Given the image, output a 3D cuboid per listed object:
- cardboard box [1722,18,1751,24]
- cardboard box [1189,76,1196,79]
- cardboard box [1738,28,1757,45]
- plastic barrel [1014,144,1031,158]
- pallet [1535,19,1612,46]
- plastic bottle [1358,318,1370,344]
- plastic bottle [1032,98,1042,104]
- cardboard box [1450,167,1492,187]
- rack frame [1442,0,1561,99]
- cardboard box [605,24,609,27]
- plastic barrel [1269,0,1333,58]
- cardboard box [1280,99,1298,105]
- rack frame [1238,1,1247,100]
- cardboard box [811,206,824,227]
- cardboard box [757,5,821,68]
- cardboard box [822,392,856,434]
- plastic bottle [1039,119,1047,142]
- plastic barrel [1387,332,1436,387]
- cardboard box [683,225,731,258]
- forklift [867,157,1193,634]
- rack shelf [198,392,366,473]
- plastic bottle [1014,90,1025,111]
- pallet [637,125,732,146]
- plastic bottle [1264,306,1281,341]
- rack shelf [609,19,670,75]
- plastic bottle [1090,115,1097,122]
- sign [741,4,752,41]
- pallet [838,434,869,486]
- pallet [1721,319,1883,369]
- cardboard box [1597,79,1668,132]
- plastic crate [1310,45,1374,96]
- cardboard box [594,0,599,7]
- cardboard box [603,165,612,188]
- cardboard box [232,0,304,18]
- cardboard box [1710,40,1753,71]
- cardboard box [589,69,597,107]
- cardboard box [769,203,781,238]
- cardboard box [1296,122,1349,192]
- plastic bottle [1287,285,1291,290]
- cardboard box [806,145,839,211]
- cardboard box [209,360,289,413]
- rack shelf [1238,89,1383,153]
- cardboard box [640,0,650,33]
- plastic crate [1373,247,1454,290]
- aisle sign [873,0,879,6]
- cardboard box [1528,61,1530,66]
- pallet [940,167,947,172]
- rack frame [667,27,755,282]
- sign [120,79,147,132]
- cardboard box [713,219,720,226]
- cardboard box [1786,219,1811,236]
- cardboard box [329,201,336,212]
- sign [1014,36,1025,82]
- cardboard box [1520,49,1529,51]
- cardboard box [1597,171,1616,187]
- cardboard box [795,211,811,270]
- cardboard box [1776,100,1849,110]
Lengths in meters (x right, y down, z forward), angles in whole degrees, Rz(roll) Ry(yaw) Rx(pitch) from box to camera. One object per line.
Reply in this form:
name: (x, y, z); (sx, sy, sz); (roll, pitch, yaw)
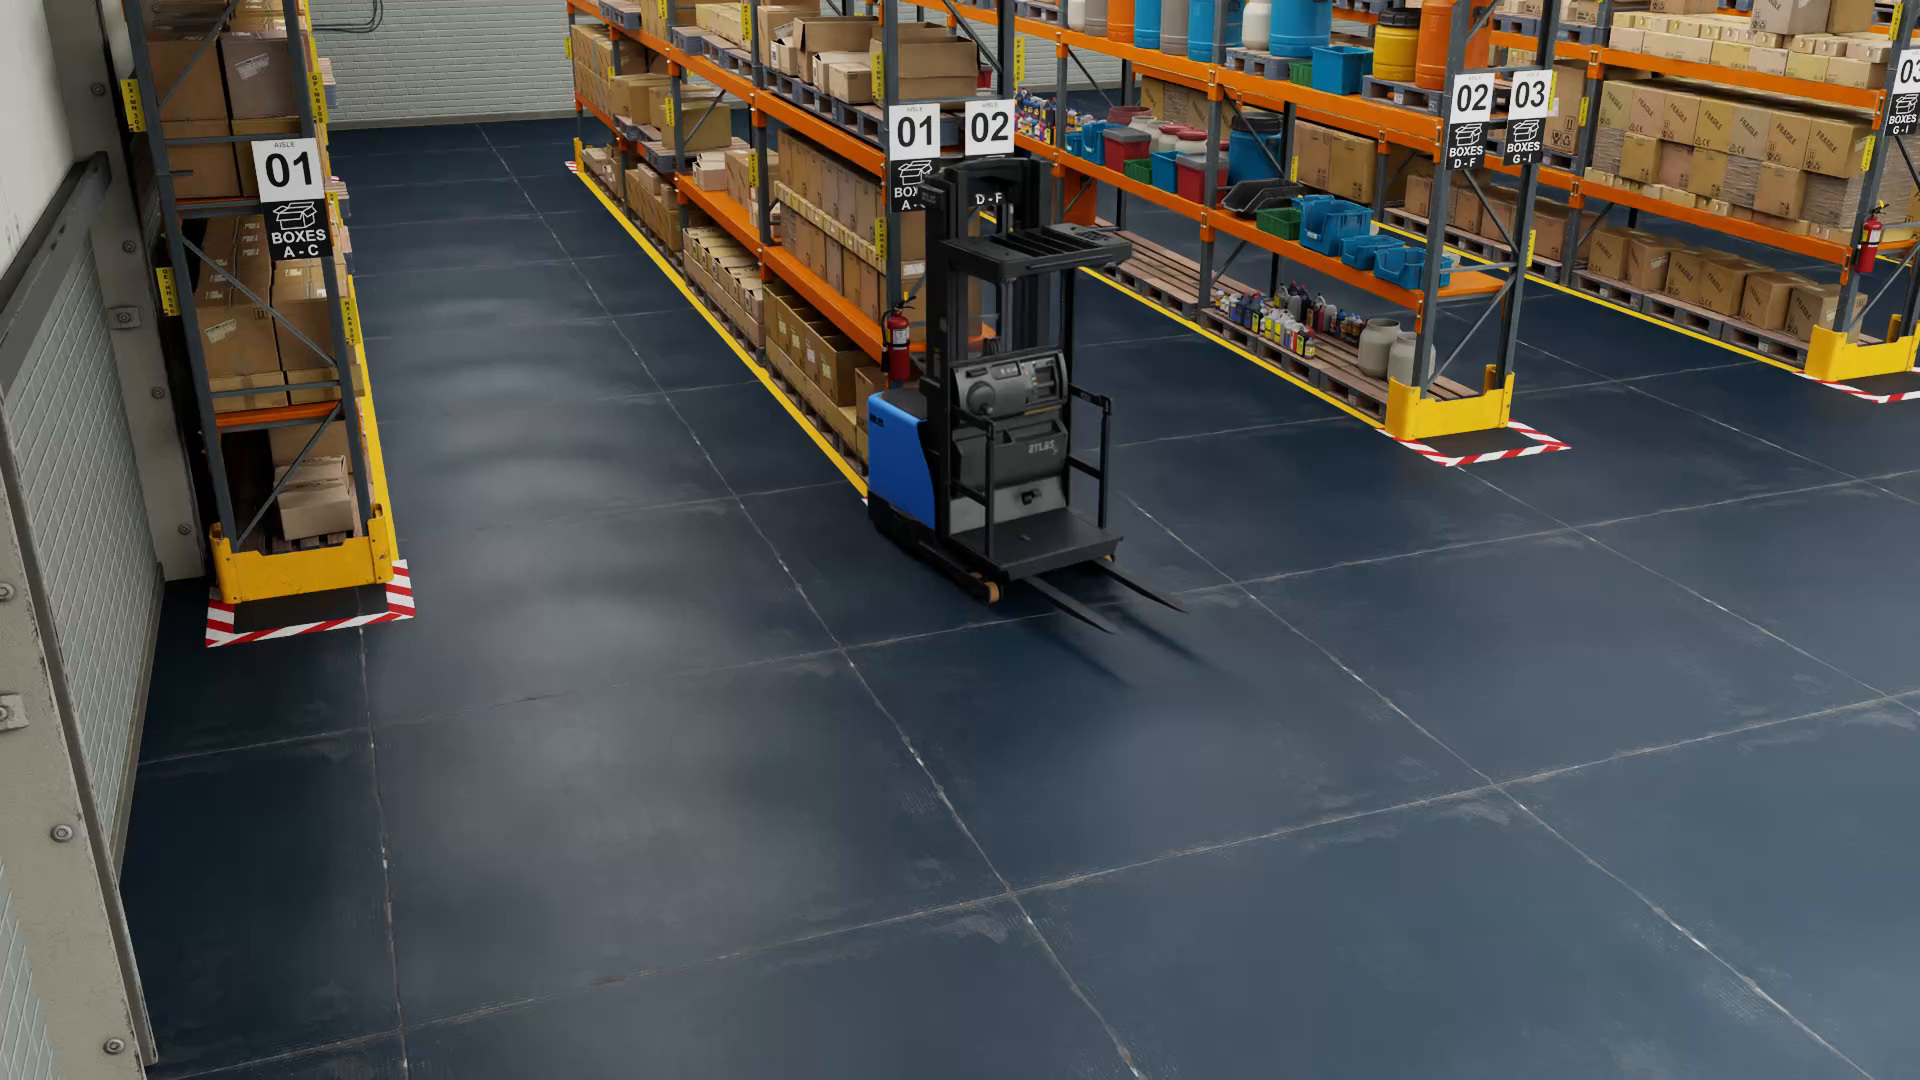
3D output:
cardboard box: (8.479, -5.556, 18.012); (0.380, 0.149, 0.250); (-7, 24, -17)
cardboard box: (4.077, -7.851, 27.963); (0.380, 0.149, 0.250); (-9, 24, -20)
cardboard box: (8.289, -5.209, 17.187); (0.380, 0.149, 0.250); (-10, 25, -22)
plastic barrel: (0.738, -5.524, 24.279); (0.600, 0.901, 0.708); (-8, 24, -19)
pallet: (7.653, -6.062, 19.774); (1.213, 0.211, 1.003); (-8, 24, -19)
plastic bottle: (4.139, -2.132, 17.000); (0.061, 0.283, 0.133); (-8, 24, -18)
plastic bottle: (1.108, -6.234, 23.962); (0.152, 0.276, 0.135); (-8, 24, -19)
cardboard box: (6.820, -4.947, 22.434); (0.500, 0.250, 0.500); (-6, 23, -13)
rack frame: (4.551, -5.159, 13.528); (1.000, 3.000, 0.127); (-8, 24, -19)
cardboard box: (-5.322, -7.913, 26.369); (0.500, 0.500, 0.500); (-9, 24, -19)
plastic barrel: (3.390, -5.278, 16.487); (0.600, 0.901, 0.708); (-8, 24, -19)
cardboard box: (5.229, -6.915, 25.288); (0.500, 0.500, 0.500); (-9, 24, -20)
rack frame: (4.946, -7.434, 26.650); (1.000, 3.000, 0.127); (-8, 24, -19)
cardboard box: (-1.124, -2.923, 14.982); (0.380, 0.149, 0.250); (-9, 25, -21)
cardboard box: (-1.566, -4.637, 15.301); (0.500, 0.500, 0.500); (-6, 24, -15)
cardboard box: (-0.916, -1.159, 14.760); (0.500, 0.250, 0.500); (-8, 24, -19)
plastic bottle: (1.101, -5.420, 22.021); (0.061, 0.283, 0.133); (-8, 24, -19)
plastic barrel: (4.247, -1.670, 15.637); (0.421, 0.512, 0.421); (0, 23, 0)
cardboard box: (-3.000, -3.577, 19.777); (0.500, 0.311, 0.500); (-7, 24, -17)
forklift: (0.480, -1.099, 11.708); (1.130, 2.935, 3.031); (-14, 26, -29)
rack shelf: (-5.424, -1.430, 13.332); (1.077, 0.370, 4.000); (-8, 24, -19)
plastic bottle: (0.873, -6.356, 24.155); (0.144, 0.351, 0.185); (-8, 24, -19)
pallet: (-3.602, -5.241, 21.692); (1.003, 0.211, 1.213); (-8, 24, -19)
plastic bottle: (3.252, -2.257, 17.210); (0.144, 0.351, 0.185); (-9, 24, -19)
rack shelf: (-3.617, -6.401, 21.261); (1.077, 0.370, 4.000); (-8, 24, -19)
plastic bottle: (1.801, -5.575, 22.389); (0.061, 0.283, 0.133); (-8, 24, -19)
sign: (-2.001, -4.857, 15.603); (0.100, 0.325, 0.005); (-8, 24, -19)
pallet: (-0.393, -0.704, 14.271); (1.003, 0.211, 1.213); (-8, 24, -19)
pallet: (8.904, -2.117, 17.624); (1.003, 0.211, 1.213); (-8, 24, -19)
cardboard box: (7.693, -4.973, 19.011); (0.500, 0.500, 0.500); (-8, 24, -19)
plastic crate: (3.596, -4.421, 15.659); (0.392, 0.384, 0.575); (-8, 24, -19)
cardboard box: (-4.911, -7.713, 23.642); (0.500, 0.250, 0.500); (-8, 24, -19)
cardboard box: (-5.055, -5.481, 24.911); (0.500, 0.311, 0.500); (-8, 24, -19)
cardboard box: (-5.495, -4.043, 13.301); (0.500, 0.500, 0.500); (-7, 24, -16)
cardboard box: (8.242, -5.078, 17.391); (0.500, 0.250, 0.500); (-9, 24, -20)
cardboard box: (-5.289, -6.827, 25.081); (0.500, 0.500, 0.500); (-8, 24, -18)
cardboard box: (-1.712, -3.273, 16.971); (0.500, 0.250, 0.500); (-7, 24, -16)
cardboard box: (5.827, -5.774, 24.906); (1.225, 0.875, 0.875); (-8, 24, -19)
plastic bottle: (3.617, -2.669, 18.276); (0.061, 0.283, 0.133); (-7, 24, -16)
cardboard box: (-0.979, -3.288, 15.013); (0.700, 0.500, 0.500); (-8, 24, -19)
cardboard box: (-5.064, -1.119, 11.833); (0.500, 0.250, 0.500); (-8, 24, -18)
rack shelf: (5.652, -6.376, 25.066); (1.077, 0.370, 4.000); (-8, 24, -19)
cardboard box: (-3.460, -6.580, 20.631); (0.910, 0.500, 0.500); (-8, 24, -19)
plastic crate: (4.094, -2.467, 15.056); (0.499, 0.251, 0.616); (-8, 24, -19)
aisle sign: (-1.404, -9.391, 27.947); (0.394, 0.787, 0.004); (-8, 24, -19)
cardboard box: (9.518, -7.758, 27.202); (0.380, 0.149, 0.250); (-8, 24, -19)
pallet: (0.016, -5.732, 26.201); (1.003, 0.211, 1.213); (-8, 24, -19)
rack frame: (-2.910, -4.623, 19.980); (1.000, 3.000, 0.127); (-8, 24, -19)
sign: (-5.243, -2.757, 10.550); (0.100, 0.325, 0.005); (-8, 24, -19)
cardboard box: (-2.804, -3.879, 20.866); (0.500, 0.500, 0.500); (-7, 24, -17)
cardboard box: (8.667, -3.208, 16.947); (0.380, 0.149, 0.250); (-8, 24, -19)
cardboard box: (-5.674, -2.645, 14.489); (0.500, 0.500, 0.500); (-8, 24, -19)
sign: (0.437, -3.612, 12.491); (0.100, 0.325, 0.005); (-8, 24, -19)
cardboard box: (9.435, -8.123, 27.302); (0.380, 0.149, 0.250); (-8, 24, -18)
cardboard box: (7.642, -4.200, 19.299); (0.380, 0.149, 0.250); (-8, 24, -19)
cardboard box: (-1.142, -2.865, 15.679); (0.700, 0.500, 0.500); (-9, 24, -20)
cardboard box: (8.897, -4.319, 17.461); (0.500, 0.500, 0.500); (-8, 24, -19)
